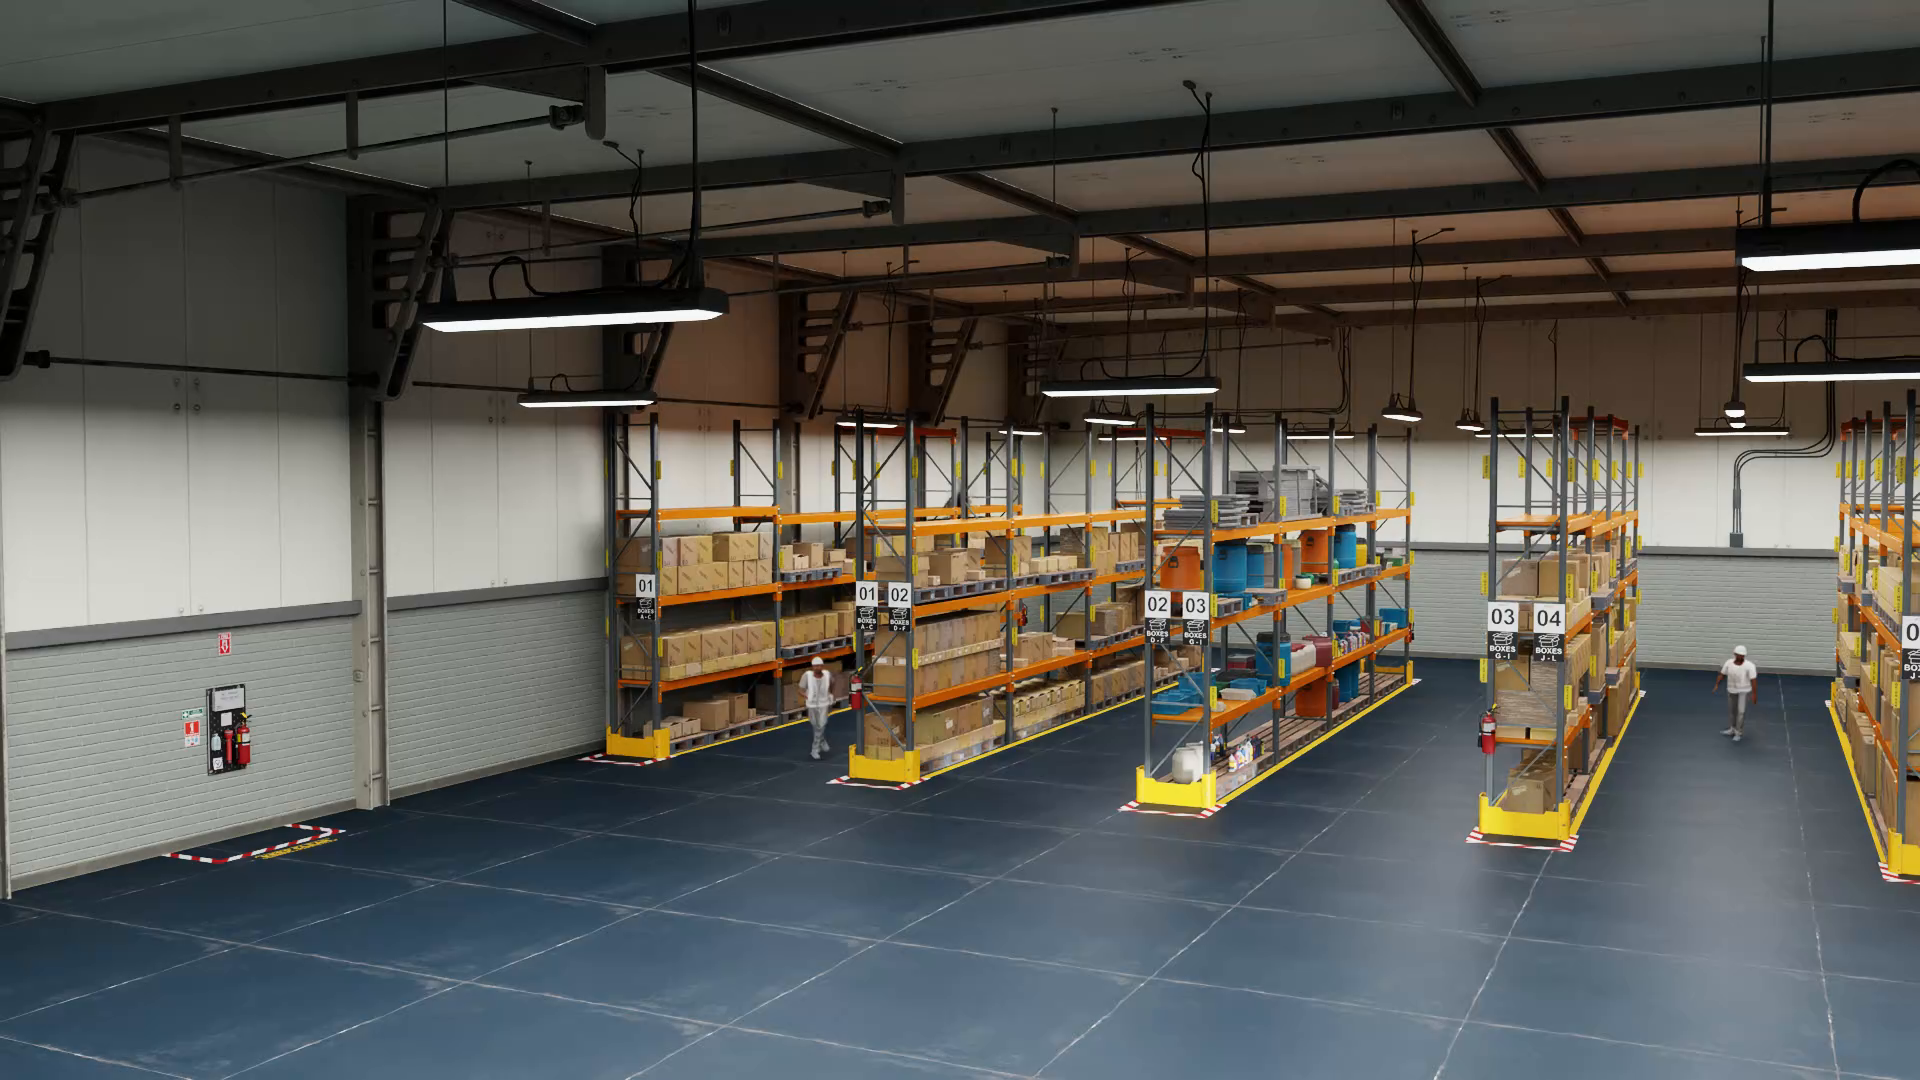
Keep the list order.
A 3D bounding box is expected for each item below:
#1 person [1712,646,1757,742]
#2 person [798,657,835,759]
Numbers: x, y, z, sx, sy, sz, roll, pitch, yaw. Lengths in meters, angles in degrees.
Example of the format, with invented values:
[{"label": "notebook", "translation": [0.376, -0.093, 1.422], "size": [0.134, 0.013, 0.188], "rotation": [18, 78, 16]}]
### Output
[{"label": "person", "translation": [14.502, 2.789, 31.016], "size": [0.620, 1.678, 0.756], "rotation": [-2, 3, -36]}, {"label": "person", "translation": [-2.501, 2.895, 29.032], "size": [0.643, 1.757, 0.856], "rotation": [0, 2, -2]}]
